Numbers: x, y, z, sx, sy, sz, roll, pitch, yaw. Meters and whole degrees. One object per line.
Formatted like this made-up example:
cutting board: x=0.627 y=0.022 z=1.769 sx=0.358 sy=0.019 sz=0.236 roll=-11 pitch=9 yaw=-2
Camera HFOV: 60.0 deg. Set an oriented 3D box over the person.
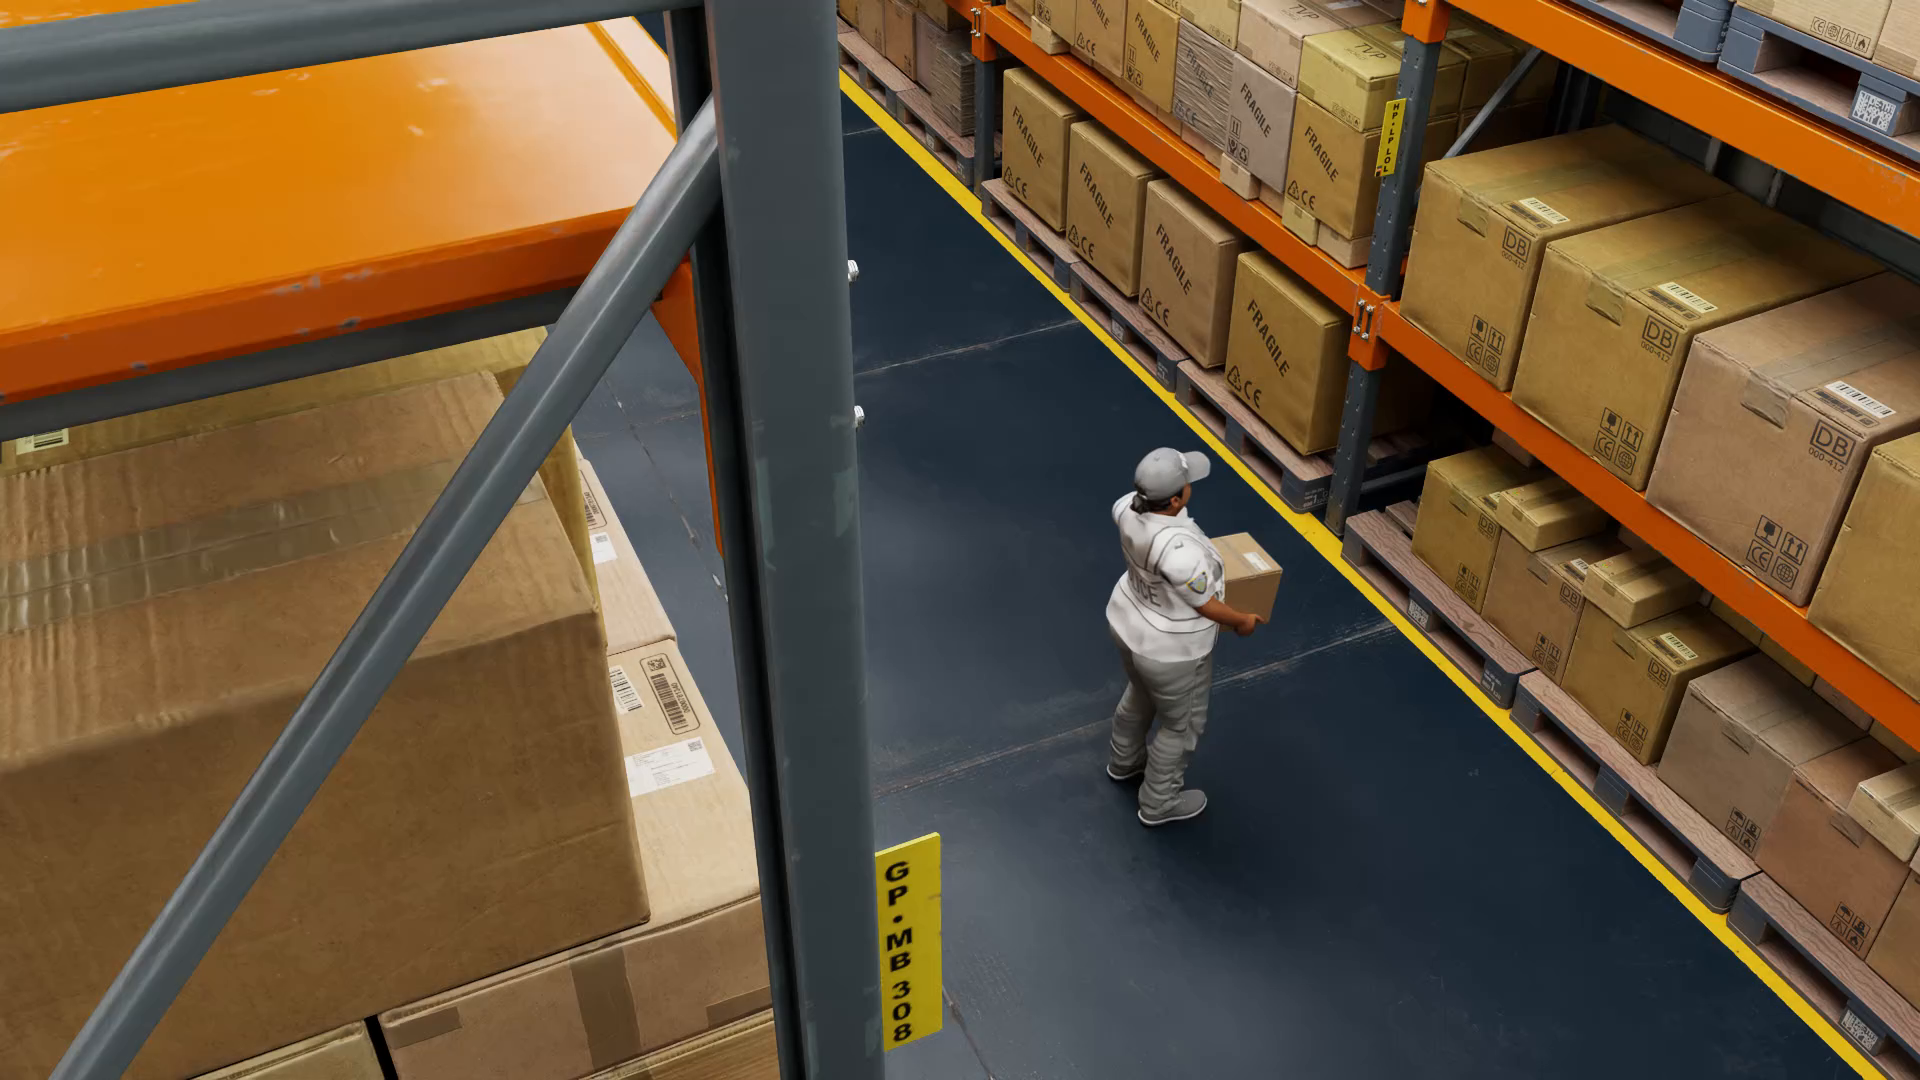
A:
person: x=0.824 y=0.335 z=6.221 sx=0.535 sy=1.654 sz=0.452 roll=-15 pitch=40 yaw=-19
